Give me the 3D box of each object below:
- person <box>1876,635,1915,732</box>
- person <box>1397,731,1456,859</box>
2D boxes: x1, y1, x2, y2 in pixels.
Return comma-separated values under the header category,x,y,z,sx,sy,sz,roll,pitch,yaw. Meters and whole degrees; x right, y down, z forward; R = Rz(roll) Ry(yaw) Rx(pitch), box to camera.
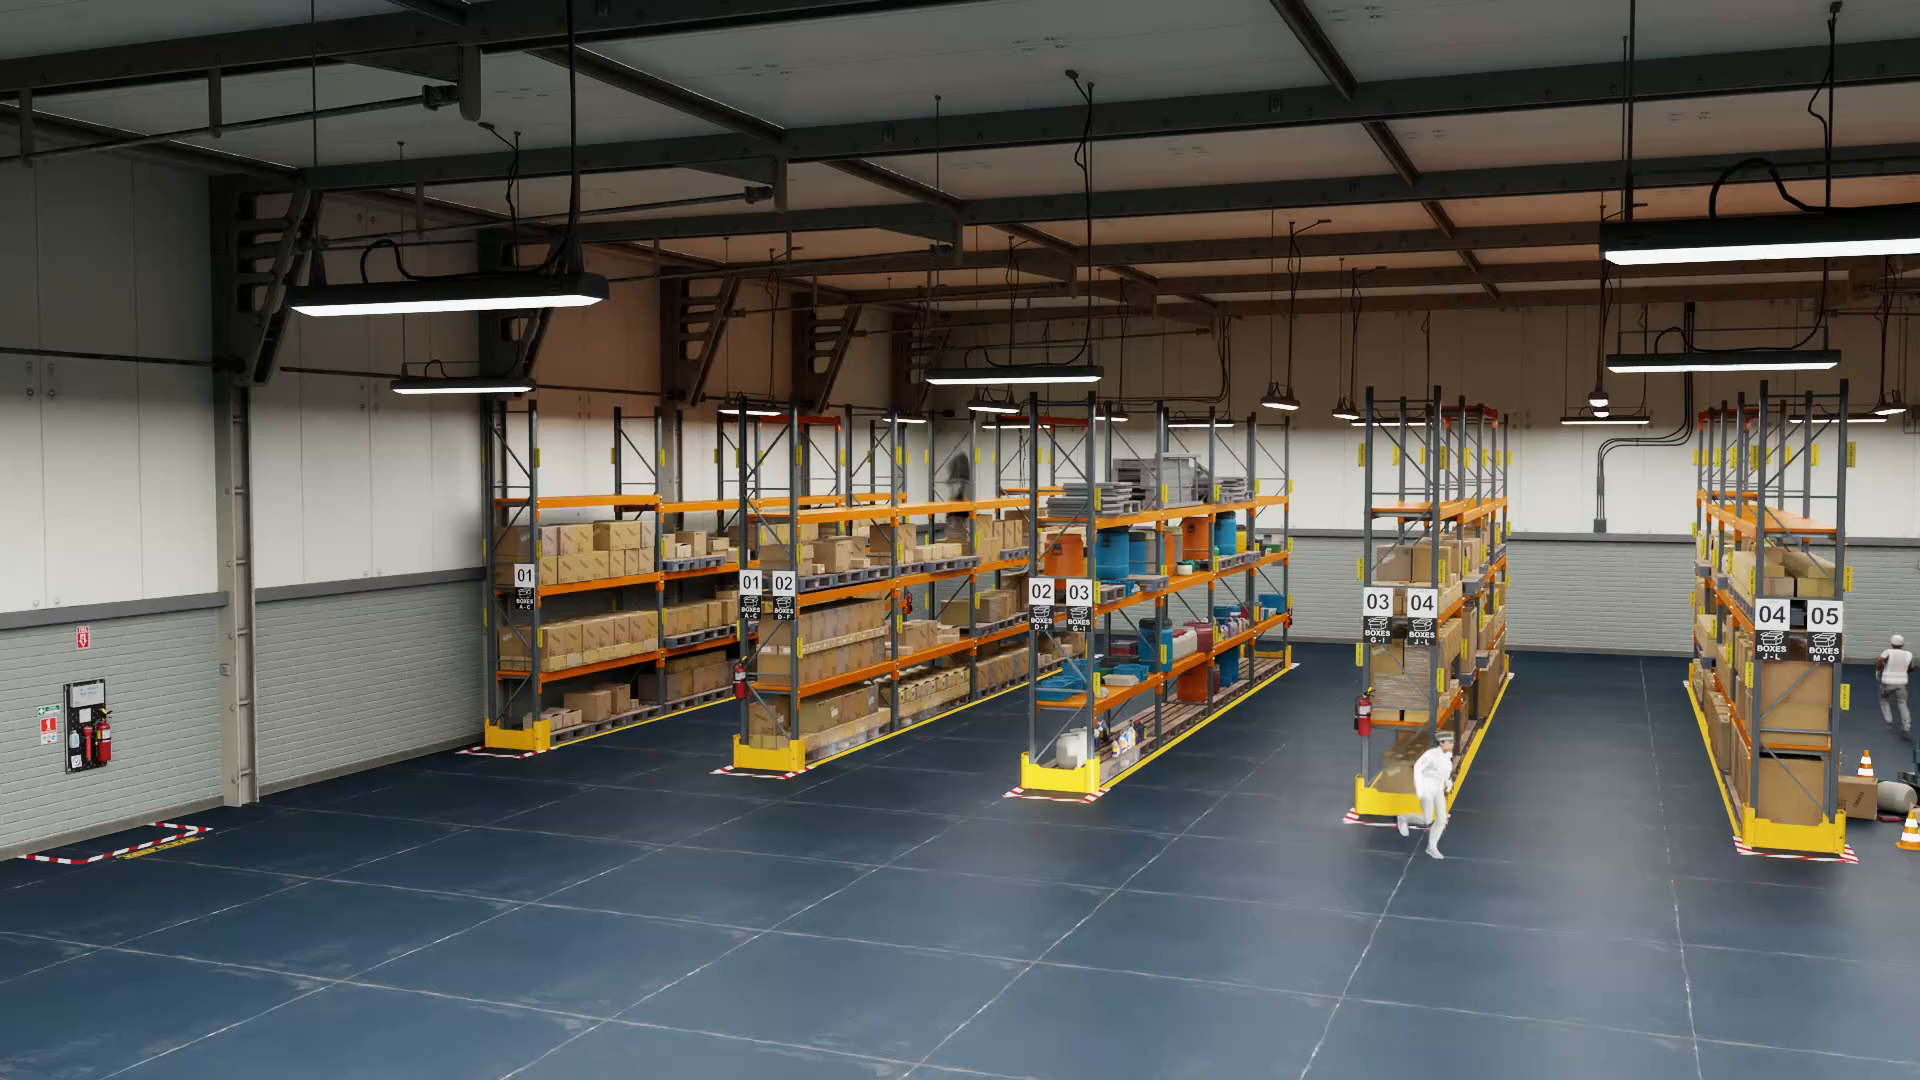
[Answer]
category,x,y,z,sx,sy,sz,roll,pitch,yaw
person,16.964,2.620,30.201,0.692,1.796,0.889,1,3,15
person,5.928,3.183,21.042,0.617,1.630,0.768,-2,4,-40
